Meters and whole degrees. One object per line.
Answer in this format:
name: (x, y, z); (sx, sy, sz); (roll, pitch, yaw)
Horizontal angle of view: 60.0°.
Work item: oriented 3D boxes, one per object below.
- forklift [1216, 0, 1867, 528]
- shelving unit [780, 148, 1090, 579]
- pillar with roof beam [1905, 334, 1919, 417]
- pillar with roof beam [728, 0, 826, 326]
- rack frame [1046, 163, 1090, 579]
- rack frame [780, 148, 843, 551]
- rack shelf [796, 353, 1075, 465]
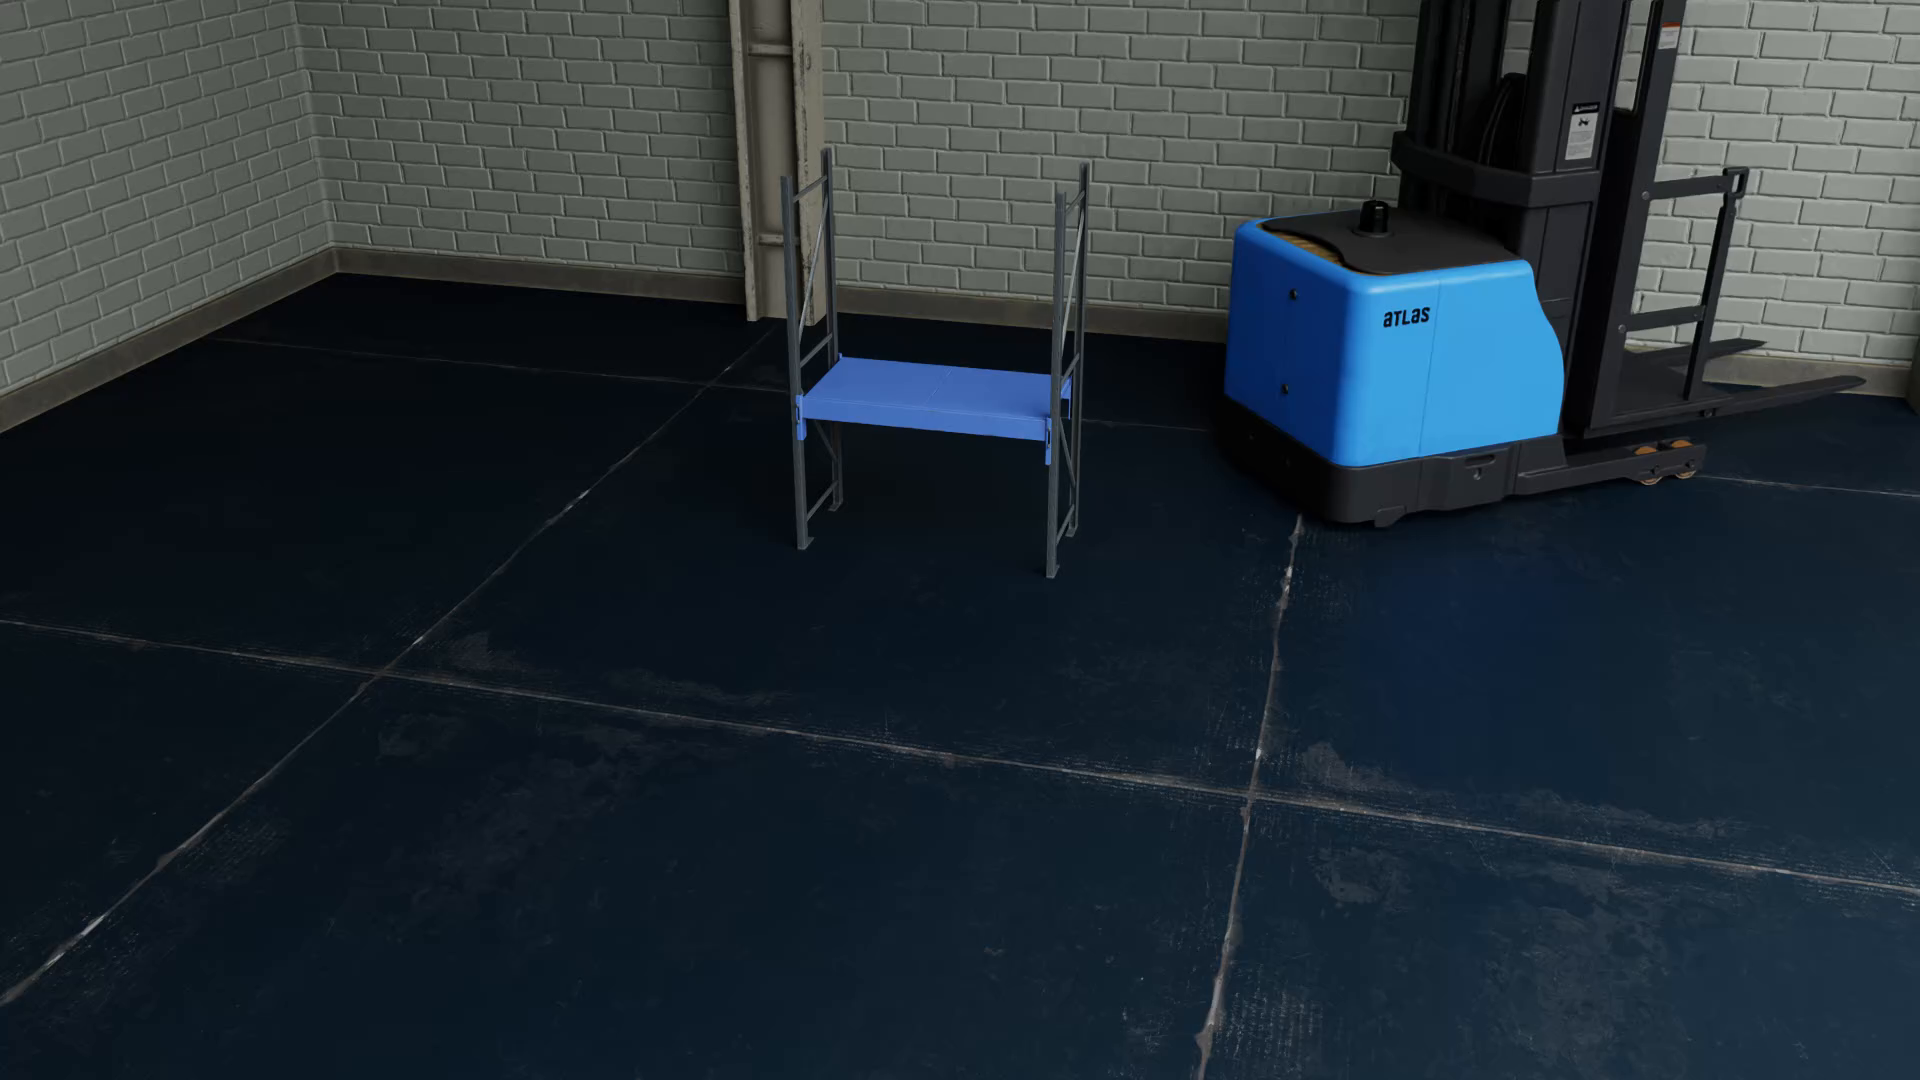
forklift: (2.729, -1.762, 7.041); (3.031, 2.935, 1.130); (-10, 27, -20)
shelving unit: (-0.083, -0.686, 6.447); (1.048, 1.500, 0.538); (6, 26, 13)
pillar with roof beam: (3.768, -2.905, 2.382); (0.400, 9.000, 9.100); (6, 26, 13)
pillar with roof beam: (-2.043, -3.547, 3.732); (0.400, 9.000, 9.100); (6, 26, 13)
rack frame: (0.410, -0.632, 6.332); (0.032, 1.500, 0.500); (6, 26, 13)
rack frame: (-0.575, -0.741, 6.561); (0.032, 1.500, 0.500); (6, 26, 13)
rack shelf: (-0.083, -0.524, 6.524); (1.000, 0.185, 0.538); (6, 26, 13)
